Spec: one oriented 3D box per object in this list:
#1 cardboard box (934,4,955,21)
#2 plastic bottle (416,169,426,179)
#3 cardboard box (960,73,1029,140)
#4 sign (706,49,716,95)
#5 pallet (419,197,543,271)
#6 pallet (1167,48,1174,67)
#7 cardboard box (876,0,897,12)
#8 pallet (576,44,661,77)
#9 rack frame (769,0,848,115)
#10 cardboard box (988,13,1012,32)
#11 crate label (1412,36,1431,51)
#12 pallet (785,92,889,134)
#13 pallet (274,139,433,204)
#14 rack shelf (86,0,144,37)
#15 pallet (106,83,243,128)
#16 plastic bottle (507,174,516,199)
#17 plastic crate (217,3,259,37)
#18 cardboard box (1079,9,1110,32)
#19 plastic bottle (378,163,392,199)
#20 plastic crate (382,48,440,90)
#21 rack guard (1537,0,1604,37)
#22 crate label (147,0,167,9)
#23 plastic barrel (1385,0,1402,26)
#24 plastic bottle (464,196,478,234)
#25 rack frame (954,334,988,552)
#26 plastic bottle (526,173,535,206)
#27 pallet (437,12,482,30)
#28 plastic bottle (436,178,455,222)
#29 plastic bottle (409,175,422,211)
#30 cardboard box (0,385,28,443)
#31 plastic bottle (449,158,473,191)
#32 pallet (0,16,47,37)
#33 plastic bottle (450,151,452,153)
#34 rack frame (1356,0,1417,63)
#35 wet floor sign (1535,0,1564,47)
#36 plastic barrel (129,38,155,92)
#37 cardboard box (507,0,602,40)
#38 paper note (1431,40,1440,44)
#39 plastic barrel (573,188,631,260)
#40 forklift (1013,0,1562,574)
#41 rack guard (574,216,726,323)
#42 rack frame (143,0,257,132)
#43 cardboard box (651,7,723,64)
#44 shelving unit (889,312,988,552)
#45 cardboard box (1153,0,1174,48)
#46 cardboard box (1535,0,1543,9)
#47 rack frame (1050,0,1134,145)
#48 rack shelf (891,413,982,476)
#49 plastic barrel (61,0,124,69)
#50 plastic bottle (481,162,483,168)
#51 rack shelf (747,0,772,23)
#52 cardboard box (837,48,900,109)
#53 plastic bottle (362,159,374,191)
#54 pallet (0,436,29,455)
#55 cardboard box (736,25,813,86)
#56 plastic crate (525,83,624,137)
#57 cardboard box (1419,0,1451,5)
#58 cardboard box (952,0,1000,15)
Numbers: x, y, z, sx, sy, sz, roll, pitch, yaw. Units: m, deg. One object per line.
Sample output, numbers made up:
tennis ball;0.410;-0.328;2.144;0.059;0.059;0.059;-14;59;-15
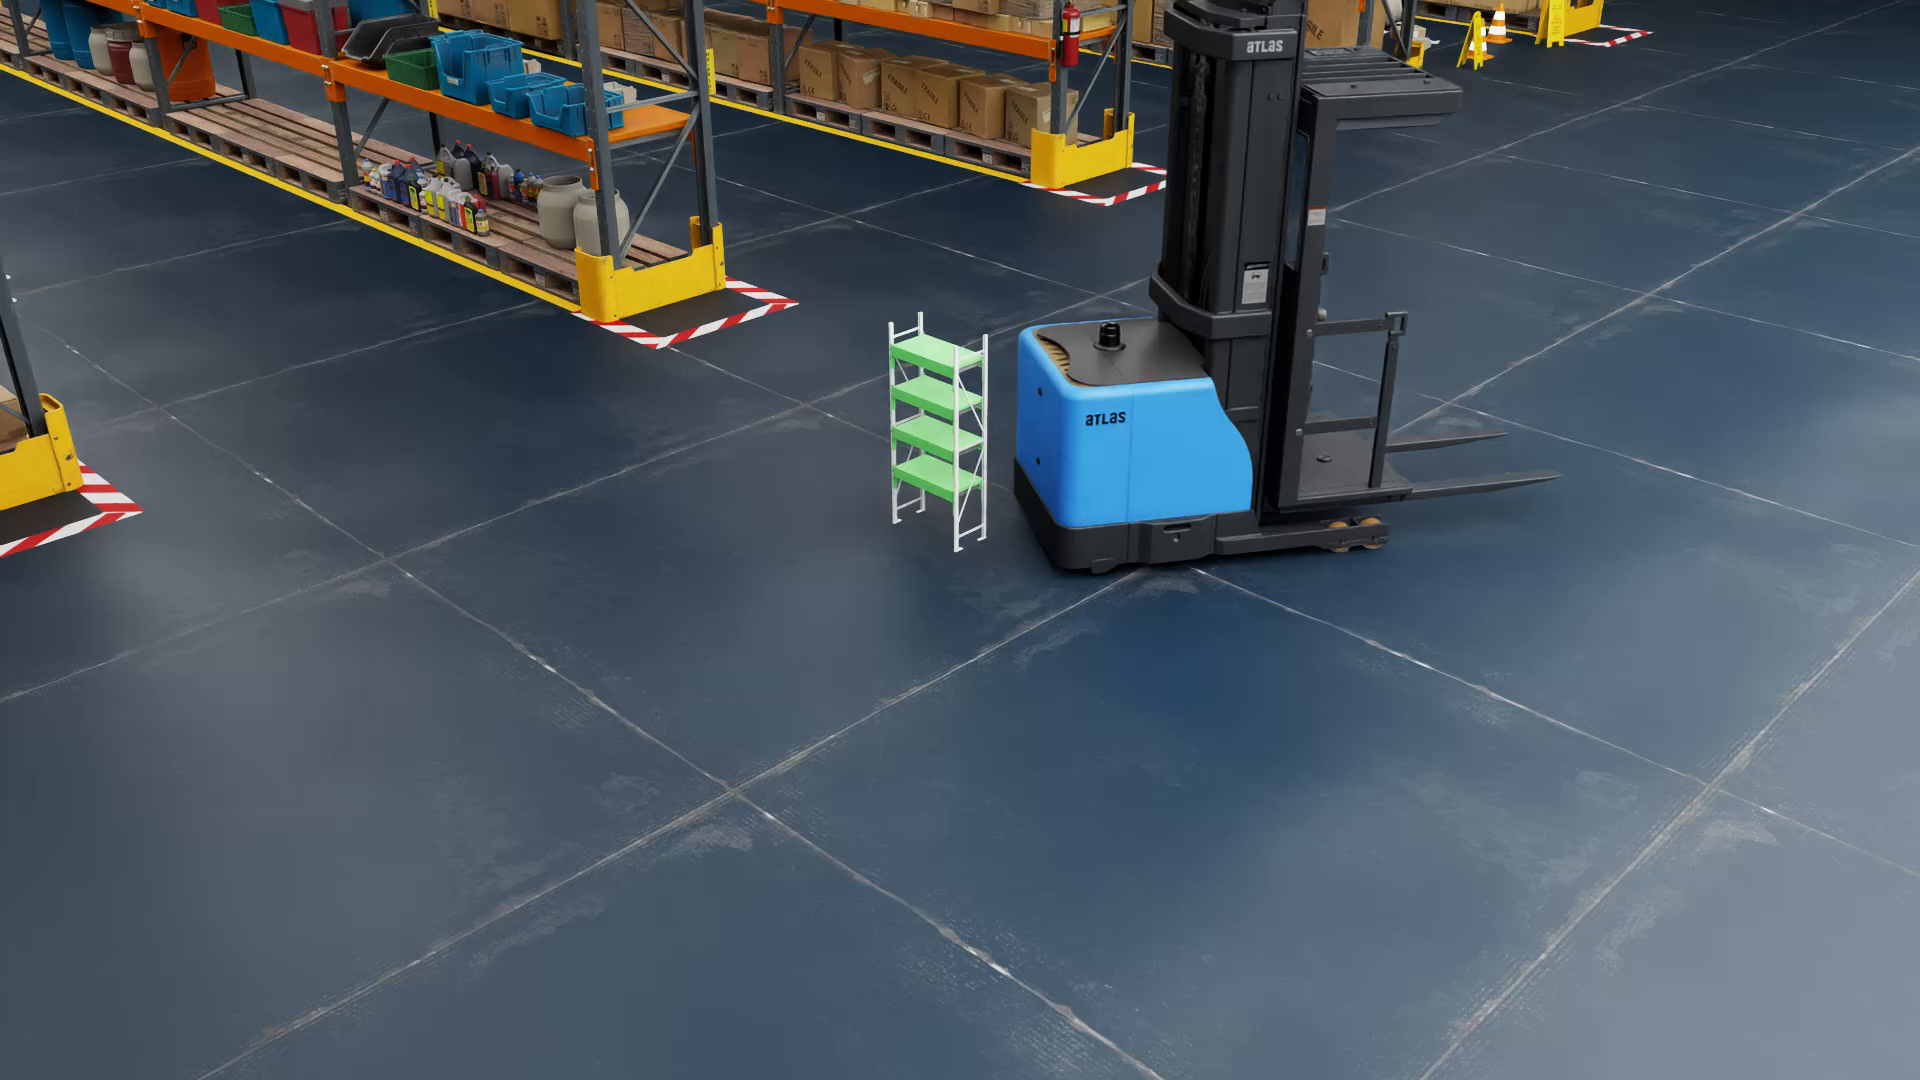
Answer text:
cardboard box;-0.029;-5.123;16.039;0.250;0.149;0.380;25;36;38
plastic bottle;-4.630;-3.047;14.281;0.097;0.271;0.097;0;28;0
cardboard box;0.338;-4.279;16.400;0.500;0.500;0.500;-15;31;-27
sign;-1.861;-3.467;12.323;0.005;0.325;0.100;25;36;38
pallet;-3.779;-2.603;13.974;1.213;0.211;1.003;25;36;38
pallet;3.281;-5.819;20.089;1.213;0.211;1.003;25;36;38
cardboard box;-0.609;-5.346;16.464;0.250;0.149;0.380;25;36;38
pallet;-3.926;-5.928;20.296;1.213;0.211;1.003;25;36;38
rack frame;-1.630;-6.112;17.651;0.127;3.000;1.000;25;36;38
cardboard box;0.482;-4.867;15.552;0.250;0.149;0.380;25;36;38
crate label;5.819;-6.298;21.080;0.298;0.136;0.250;7;29;13
pallet;-1.126;-4.671;17.906;1.213;0.211;1.003;25;36;38
pallet;-5.690;-3.478;15.637;1.213;0.211;1.003;25;36;38
rack shelf;-9.381;-6.108;18.416;4.000;0.370;1.077;25;36;38
pallet;-8.546;-4.783;18.119;1.213;0.211;1.003;25;36;38
plastic bottle;-3.858;-3.058;14.377;0.097;0.201;0.097;0;28;0
plastic crate;-6.542;-4.849;15.477;0.662;0.188;0.450;25;36;38
cardboard box;1.186;-4.868;15.555;0.250;0.149;0.380;25;36;38
plastic bottle;-4.933;-3.112;14.399;0.152;0.276;0.135;-24;36;-37
plastic crate;-4.332;-3.838;13.554;0.662;0.188;0.450;25;36;38
rack guard;8.116;-7.014;22.052;0.348;0.500;1.175;25;36;38
crate label;-7.917;-5.438;16.548;0.416;0.233;0.303;25;36;38
plastic barrel;5.636;-7.127;22.349;0.512;0.421;0.421;-3;28;-5
plastic bottle;-3.963;-2.642;13.497;0.061;0.283;0.133;-24;36;-38
rack frame;0.056;-0.505;8.922;0.015;1.200;0.240;25;36;38
plastic bottle;-3.640;-2.990;14.172;0.097;0.271;0.097;0;28;0
pallet;-6.732;-7.262;22.833;1.213;0.211;1.003;25;36;38
plastic bottle;-4.248;-2.829;13.780;0.144;0.351;0.185;-24;36;-37
plastic bottle;-4.595;-2.931;14.046;0.061;0.283;0.133;-23;36;-37
cardboard box;-5.952;-0.738;9.934;0.500;0.250;0.500;25;36;38
plastic bottle;-4.390;-3.223;14.611;0.135;0.276;0.152;25;36;38
pallet;-12.233;-6.470;21.327;1.213;0.211;1.003;25;36;38
plastic bottle;-4.528;-3.413;14.964;0.061;0.283;0.133;-23;36;-37
rack frame;4.772;-6.420;18.237;0.127;3.000;1.000;25;36;38
wet floor sign;7.555;-6.637;21.178;0.267;0.644;0.232;-13;30;-22
plastic barrel;-8.781;-5.167;18.075;0.421;0.512;0.421;0;28;0
cardboard box;-4.960;-6.895;20.971;0.875;0.875;1.225;23;35;36
paper note;6.100;-6.430;21.445;0.142;0.019;0.148;12;30;22
plastic barrel;-2.773;-2.437;12.884;0.421;0.512;0.421;0;28;0
forklift;1.881;-1.462;8.882;3.031;2.935;1.130;-6;28;-11
rack guard;-2.337;-2.066;12.642;0.348;0.500;1.175;25;36;38
rack frame;-7.955;-5.774;17.007;0.127;3.000;1.000;25;36;38
cardboard box;-3.177;-5.934;19.526;0.700;0.500;0.500;-22;35;-35
shelving unit;-0.118;-0.585;9.073;0.503;1.200;0.258;25;36;38
cardboard box;2.964;-6.449;20.124;0.875;0.875;0.875;25;37;39
cardboard box;7.789;-7.420;22.641;0.500;0.250;0.500;24;36;38
rack frame;1.222;-4.807;15.169;0.127;3.000;1.000;25;36;38
rack shelf;-0.118;-0.529;9.103;0.480;0.148;0.258;25;36;38
plastic barrel;-9.926;-5.922;19.092;0.708;0.901;0.600;25;36;38
plastic bottle;-4.159;-3.244;14.643;0.061;0.283;0.133;-22;35;-36
rack shelf;-3.056;-6.446;19.060;4.000;0.370;1.077;25;36;38
cardboard box;-0.959;-4.863;17.511;0.500;0.500;0.500;-13;31;-24
plastic bottle;-5.183;-3.206;14.583;0.097;0.271;0.097;0;28;0
pallet;-6.300;-0.522;10.016;1.213;0.211;1.003;25;36;38
cardboard box;-2.053;-5.408;18.525;0.500;0.500;0.700;21;34;35
plastic crate;-2.817;-3.161;12.199;0.616;0.251;0.499;25;36;38
cardboard box;6.664;-7.580;22.945;0.500;0.250;0.500;23;35;37
cardboard box;0.409;-5.295;15.670;0.500;0.500;0.875;25;36;38
